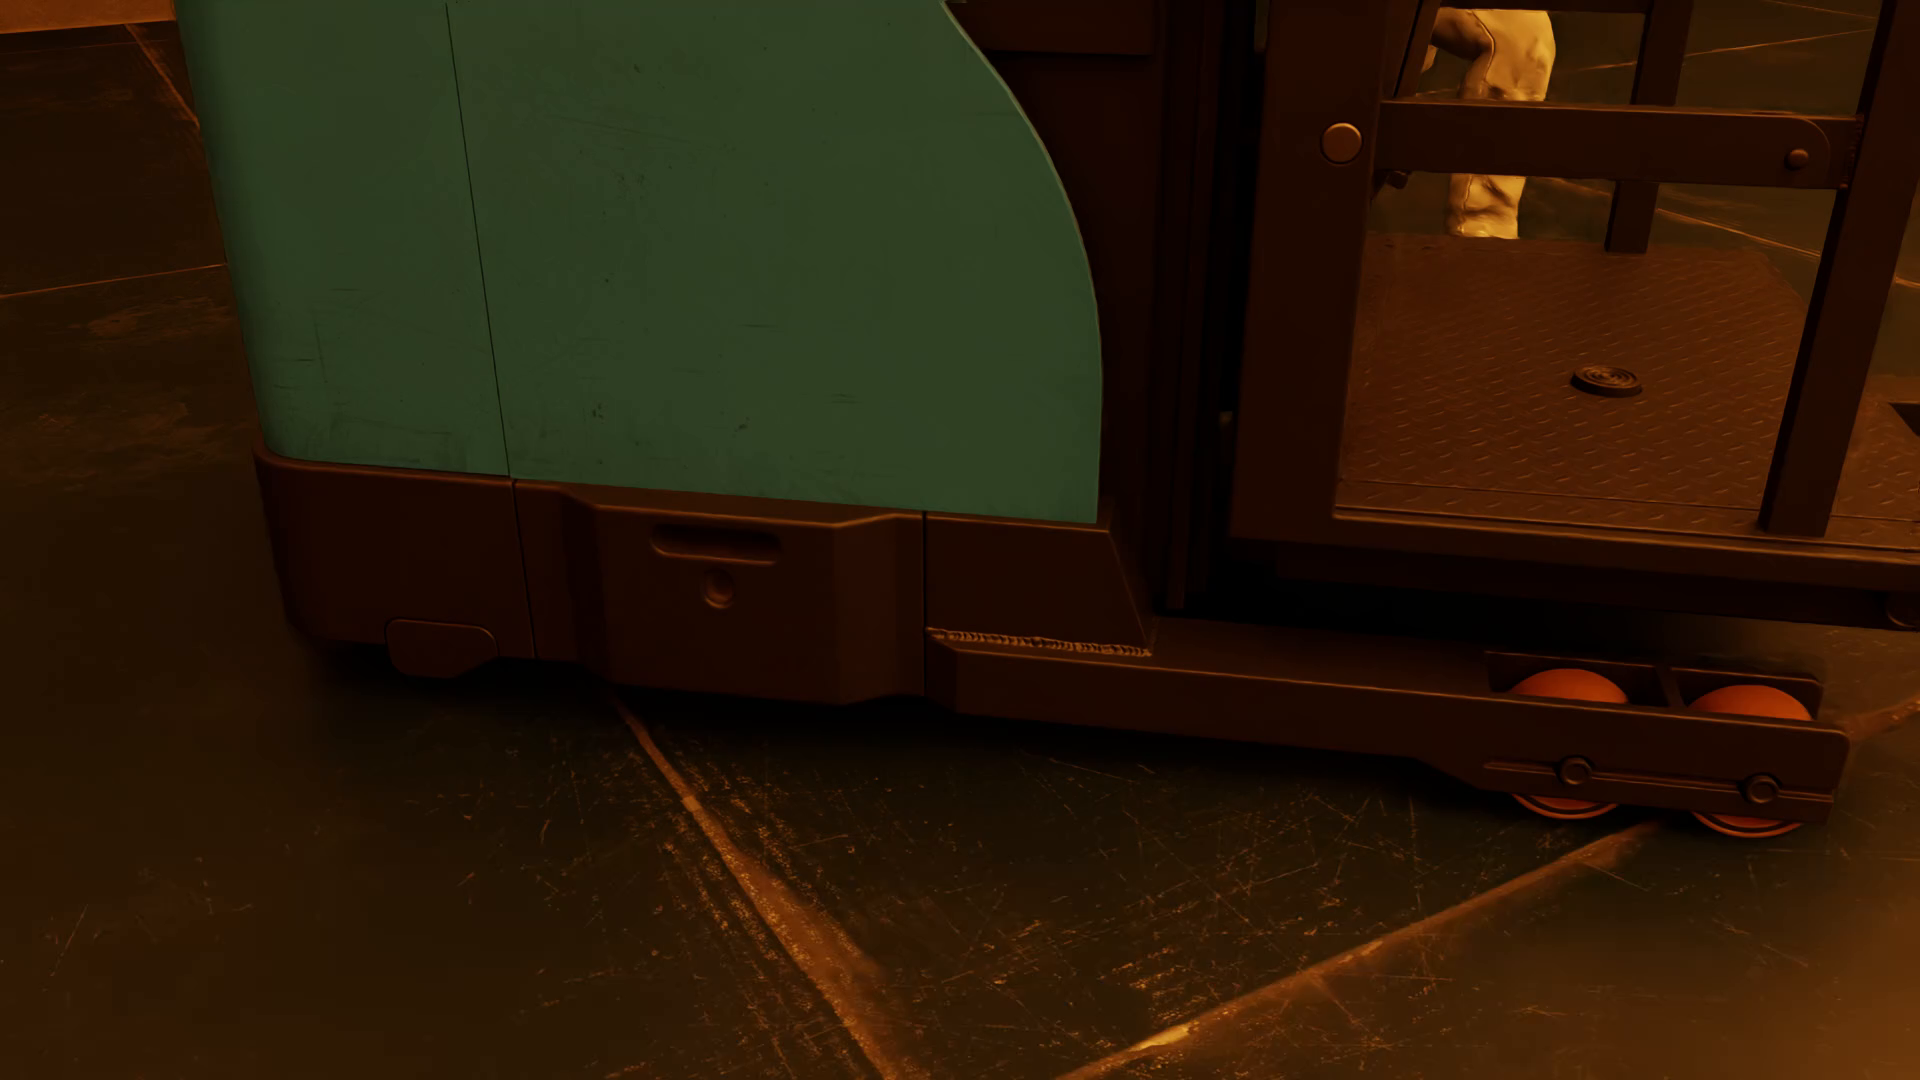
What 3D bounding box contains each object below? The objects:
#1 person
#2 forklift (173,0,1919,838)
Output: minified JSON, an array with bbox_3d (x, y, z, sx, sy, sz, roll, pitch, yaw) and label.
[{"bbox_3d":[1.024,-1.357,3.609,0.883,1.556,0.954,10,28,18],"label":"person"},{"bbox_3d":[0.688,-1.237,1.699,3.031,2.935,1.130,5,27,9],"label":"forklift"}]
